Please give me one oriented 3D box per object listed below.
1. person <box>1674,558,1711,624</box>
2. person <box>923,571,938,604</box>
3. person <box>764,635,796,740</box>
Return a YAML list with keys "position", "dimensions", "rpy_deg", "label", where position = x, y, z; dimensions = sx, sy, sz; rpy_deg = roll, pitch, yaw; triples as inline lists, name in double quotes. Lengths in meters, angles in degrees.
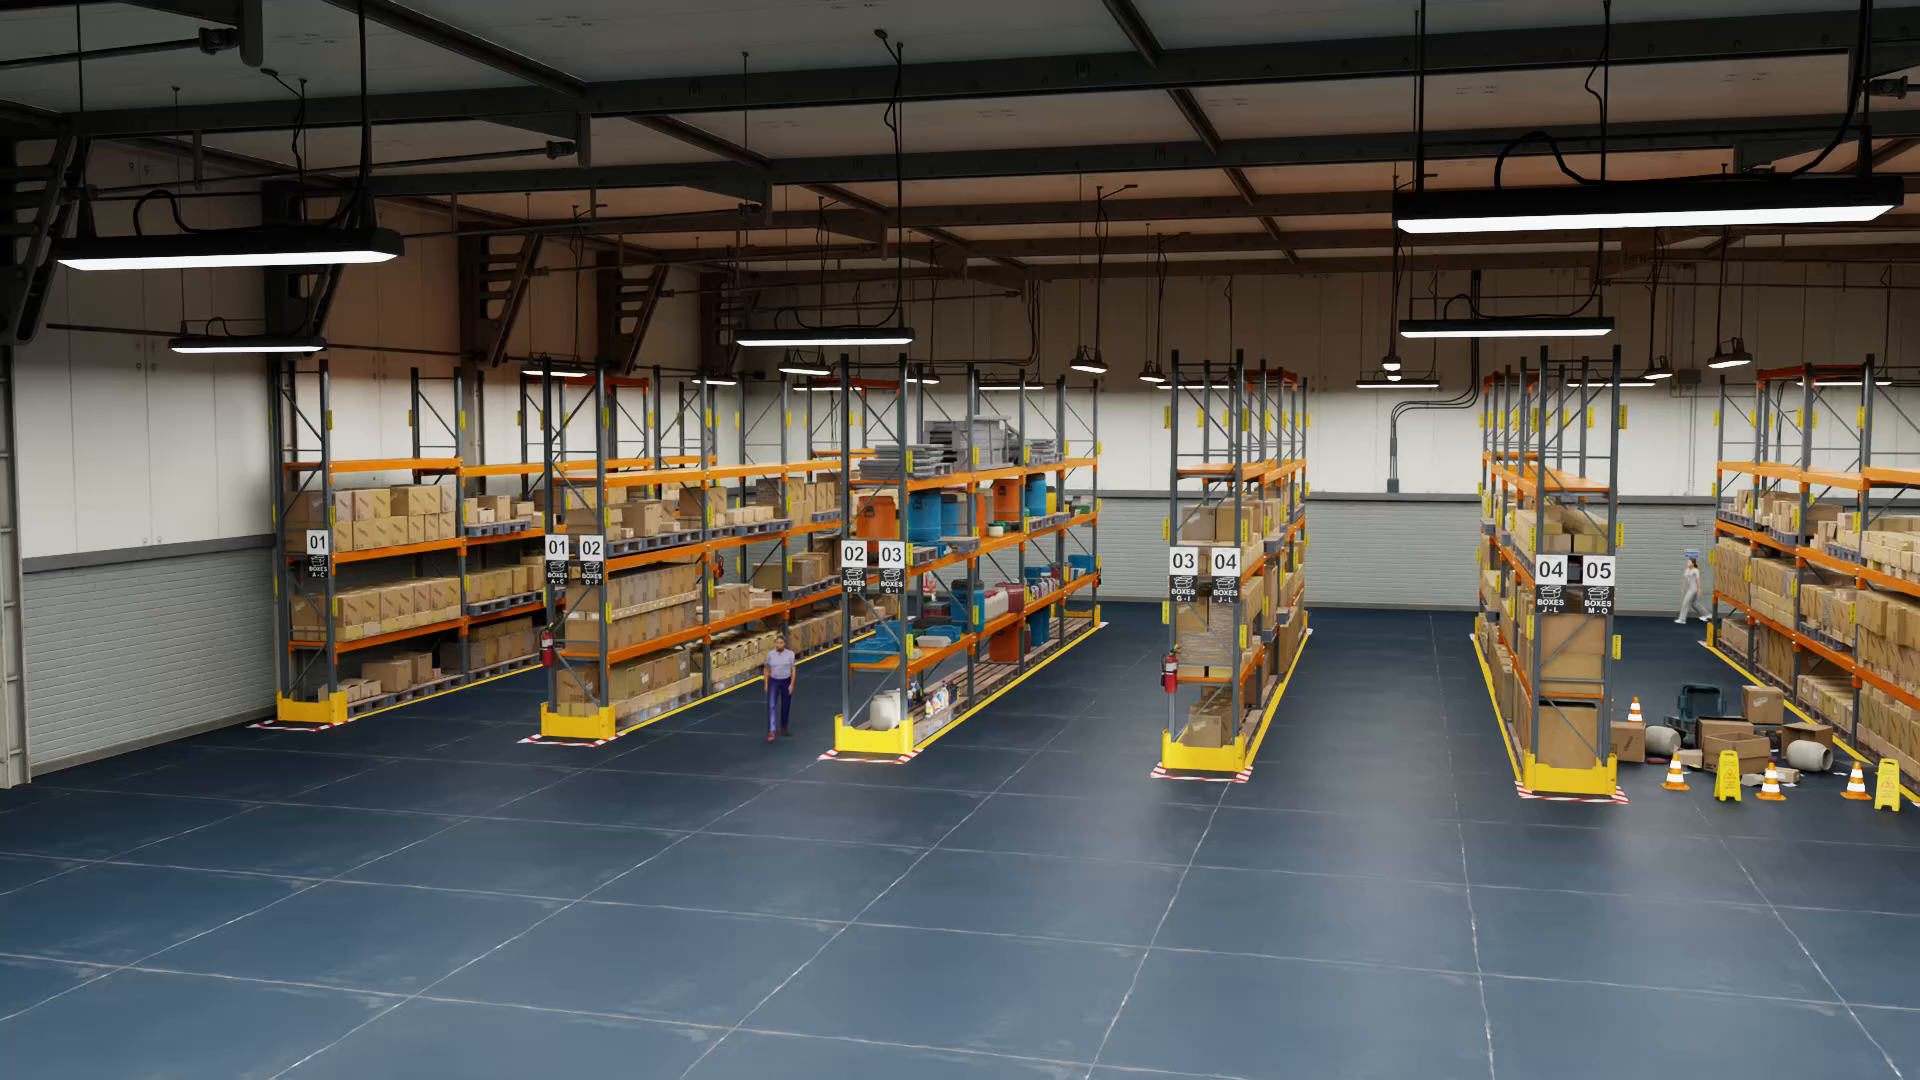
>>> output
- position: [18.028, 1.239, 40.903]
  dimensions: [0.995, 1.628, 0.439]
  rpy_deg: [0, 4, -5]
  label: "person"
- position: [-0.771, 1.302, 39.083]
  dimensions: [0.489, 1.791, 0.589]
  rpy_deg: [-2, 5, -25]
  label: "person"
- position: [-2.853, 2.291, 26.271]
  dimensions: [0.518, 1.596, 0.956]
  rpy_deg: [-1, 4, -12]
  label: "person"
